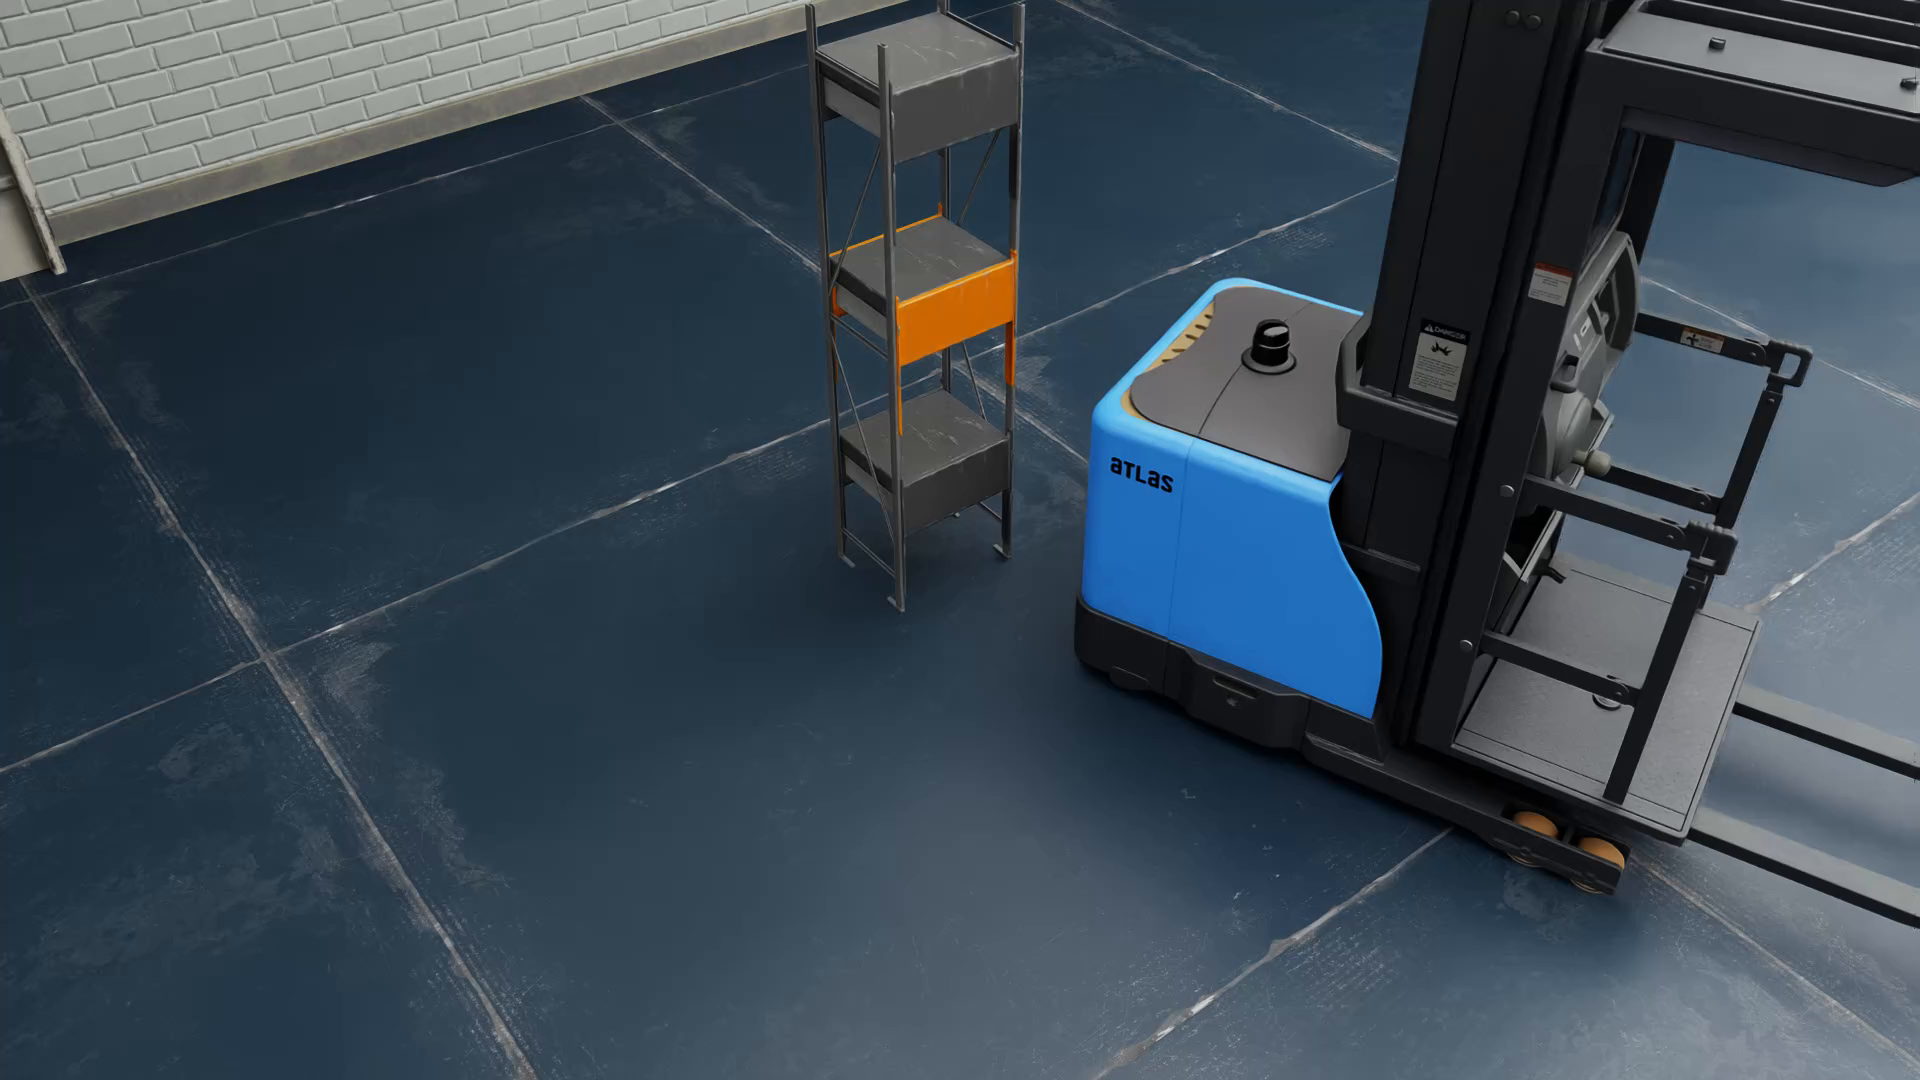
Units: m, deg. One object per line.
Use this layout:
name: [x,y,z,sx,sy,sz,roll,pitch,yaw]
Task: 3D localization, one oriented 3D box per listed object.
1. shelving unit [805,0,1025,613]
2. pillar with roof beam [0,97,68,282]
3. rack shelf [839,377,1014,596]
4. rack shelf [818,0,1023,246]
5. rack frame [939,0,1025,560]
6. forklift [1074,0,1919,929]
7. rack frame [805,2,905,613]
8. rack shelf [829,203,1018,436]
shelving unit: [-0.131,-0.748,5.506,0.503,2.100,0.431,-26,46,-28]
pillar with roof beam: [-1.803,-2.572,2.291,0.400,9.000,9.100,-26,46,-28]
rack shelf: [-0.131,-0.196,5.959,0.480,0.518,0.431,-26,46,-28]
rack shelf: [-0.131,-1.278,5.071,0.480,0.518,0.431,-26,46,-28]
rack frame: [0.062,-0.842,5.621,0.015,2.100,0.400,-26,46,-28]
forklift: [1.912,-0.468,4.509,3.031,2.935,1.130,21,44,24]
rack frame: [-0.325,-0.654,5.391,0.015,2.100,0.400,-26,46,-28]
rack shelf: [-0.131,-0.737,5.515,0.480,0.518,0.431,-26,46,-28]
